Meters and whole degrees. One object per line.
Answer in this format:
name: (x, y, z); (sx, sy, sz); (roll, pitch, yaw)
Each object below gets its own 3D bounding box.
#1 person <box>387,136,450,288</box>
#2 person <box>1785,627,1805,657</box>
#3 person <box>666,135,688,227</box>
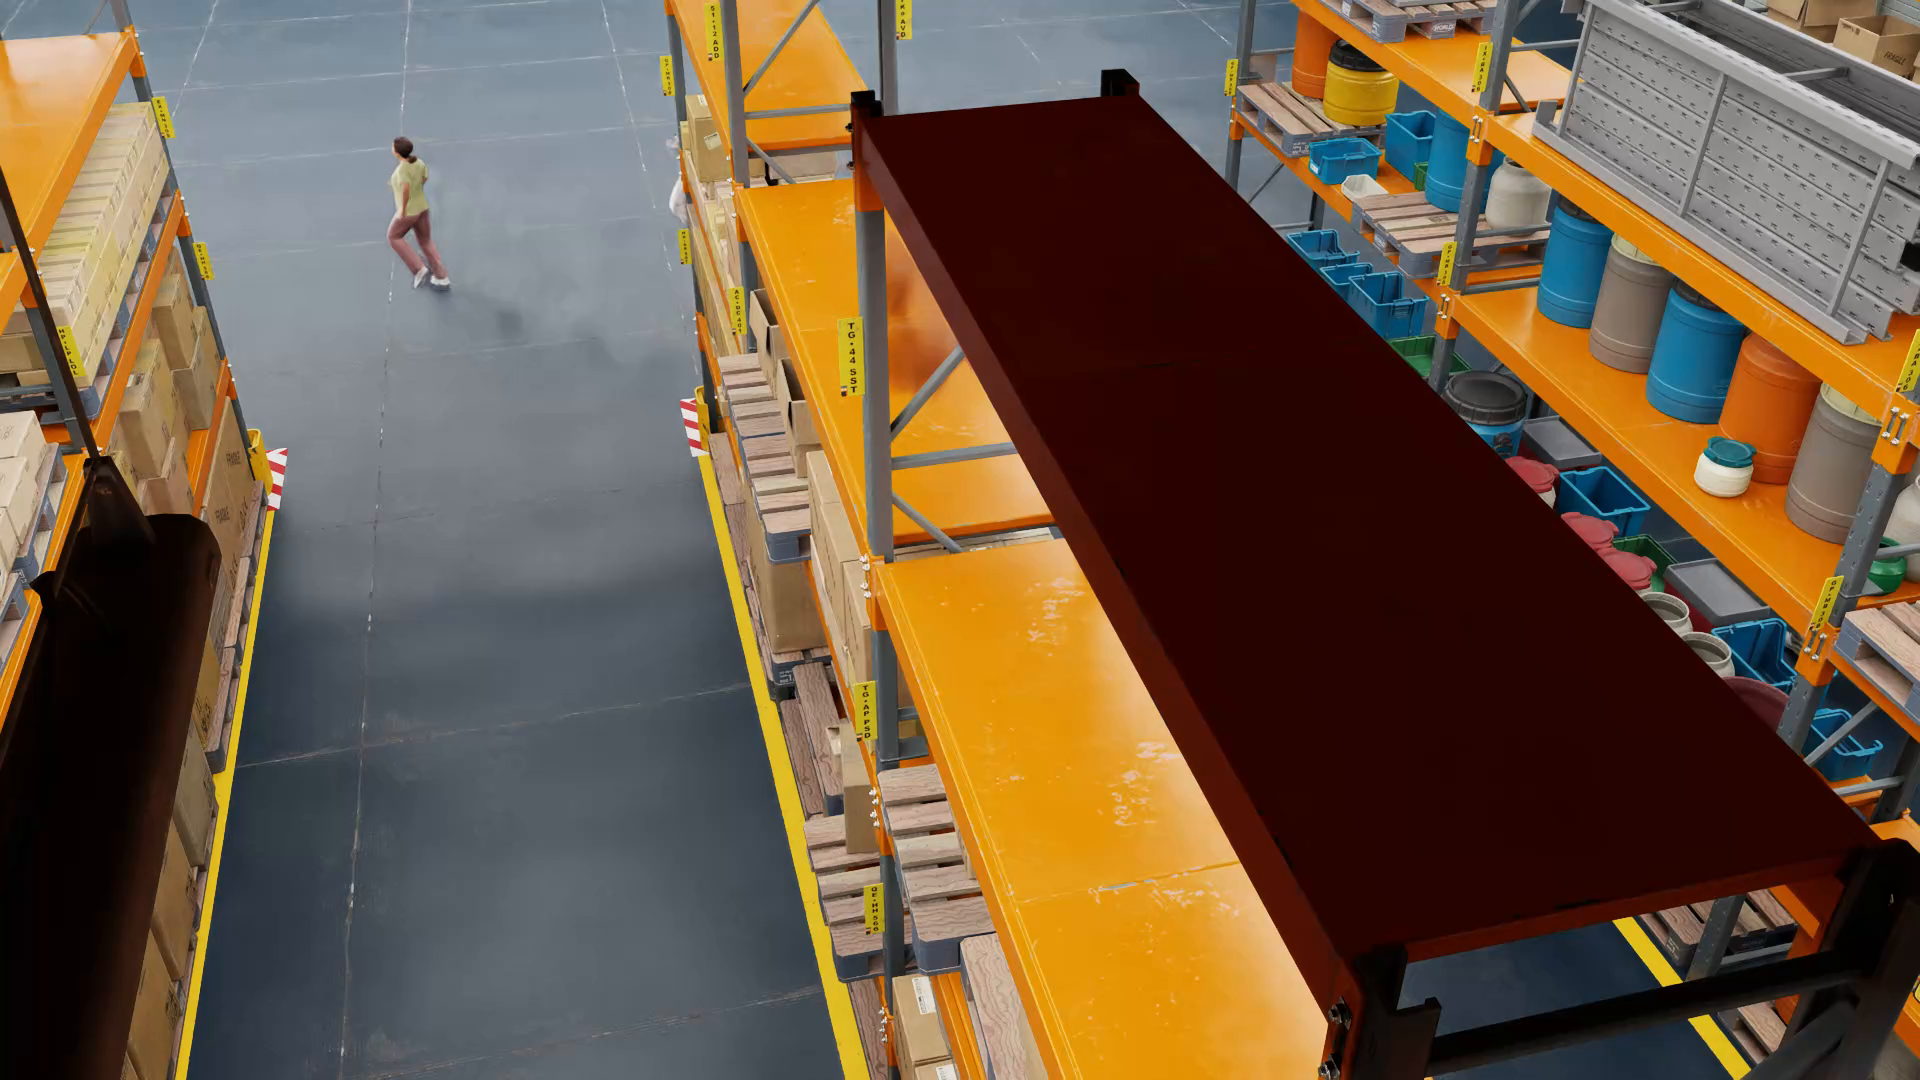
person: (-5.818, -3.483, 17.693); (0.639, 1.667, 0.601); (15, 37, 20)
person: (6.473, 0.162, 12.315); (0.674, 1.734, 0.569); (-13, 37, -19)
person: (-2.974, -4.040, 18.423); (0.652, 1.795, 0.634); (7, 35, 11)
